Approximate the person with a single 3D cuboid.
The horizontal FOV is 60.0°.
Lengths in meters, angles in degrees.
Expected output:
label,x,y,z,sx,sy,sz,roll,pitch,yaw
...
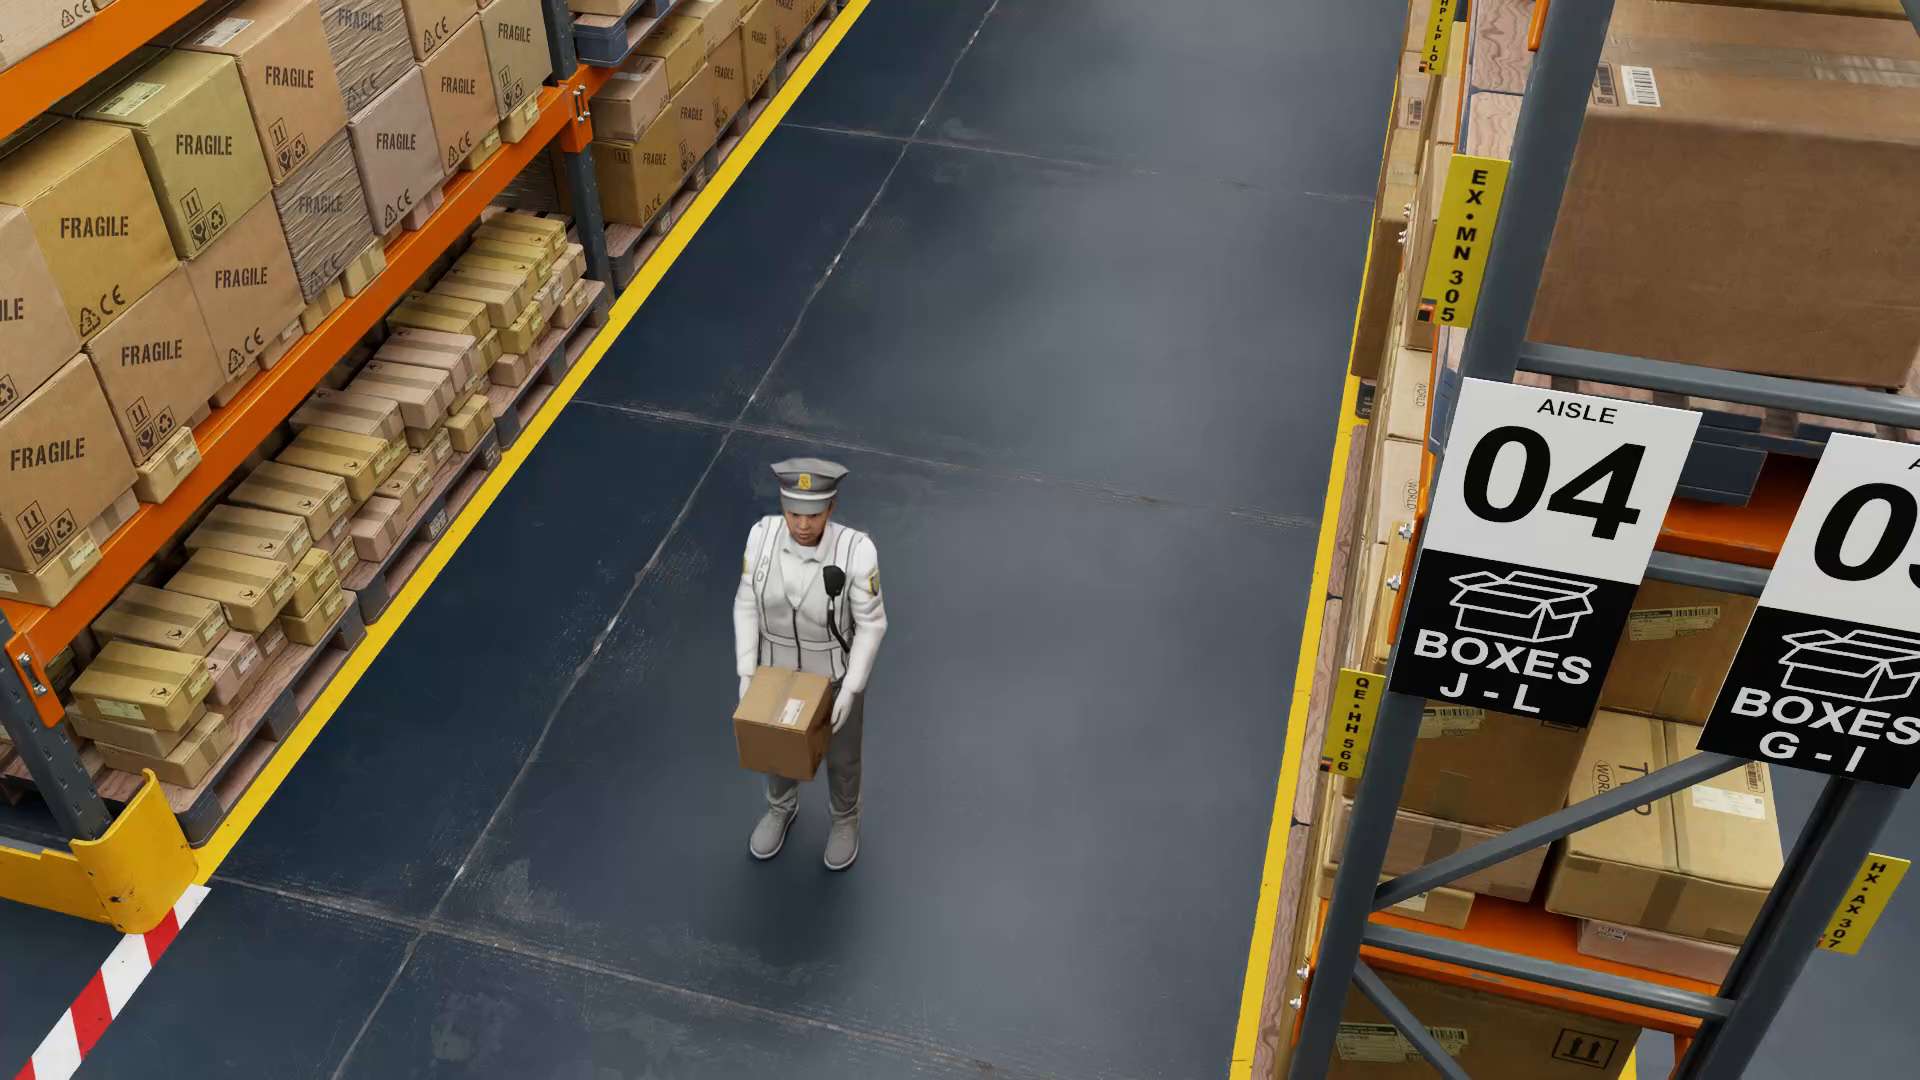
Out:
label,x,y,z,sx,sy,sz,roll,pitch,yaw
person,-0.503,0.443,5.625,0.520,1.700,0.472,8,42,9
